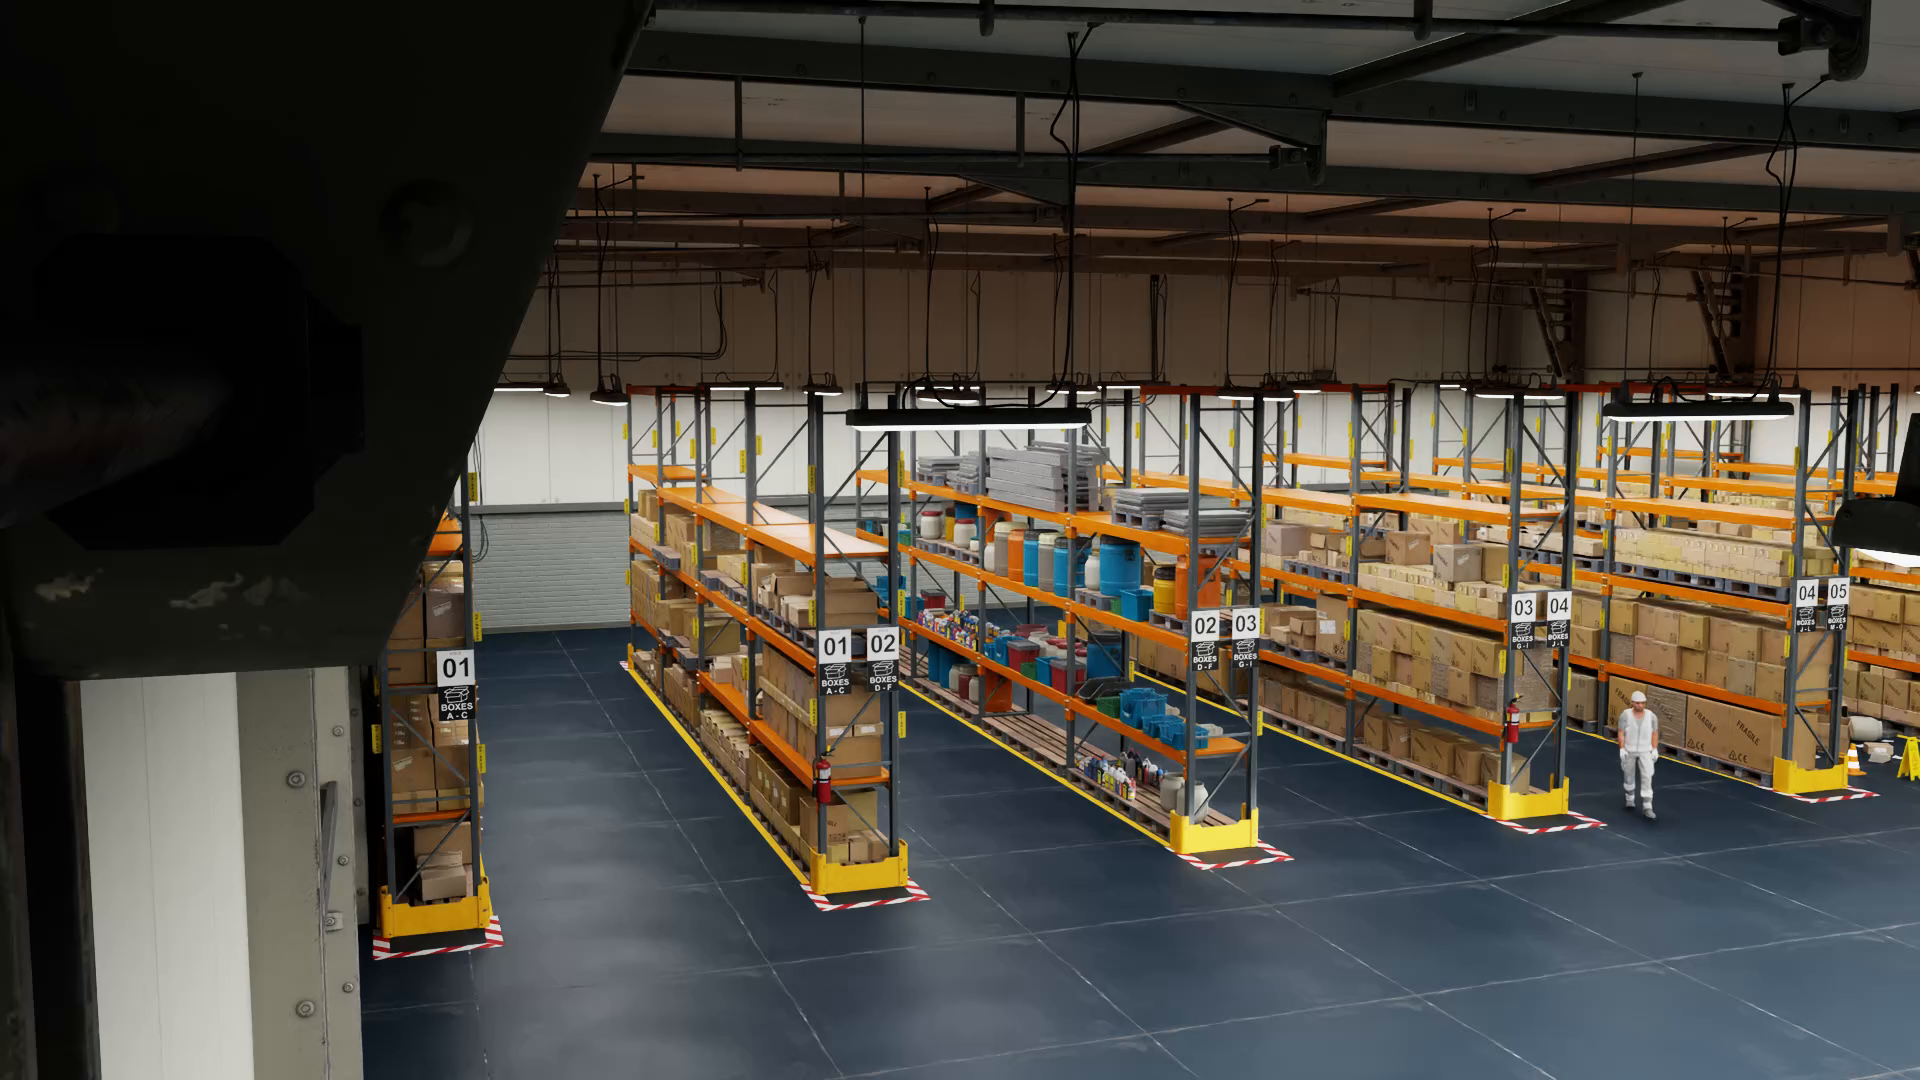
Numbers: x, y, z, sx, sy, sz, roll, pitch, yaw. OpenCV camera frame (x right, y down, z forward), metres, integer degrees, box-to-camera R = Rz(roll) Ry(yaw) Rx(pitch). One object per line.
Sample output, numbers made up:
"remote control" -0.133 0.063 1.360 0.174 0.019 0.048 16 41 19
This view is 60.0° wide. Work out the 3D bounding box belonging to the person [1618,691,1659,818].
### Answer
"person" 9.610 3.005 23.557 0.563 1.735 0.994 2 6 19
